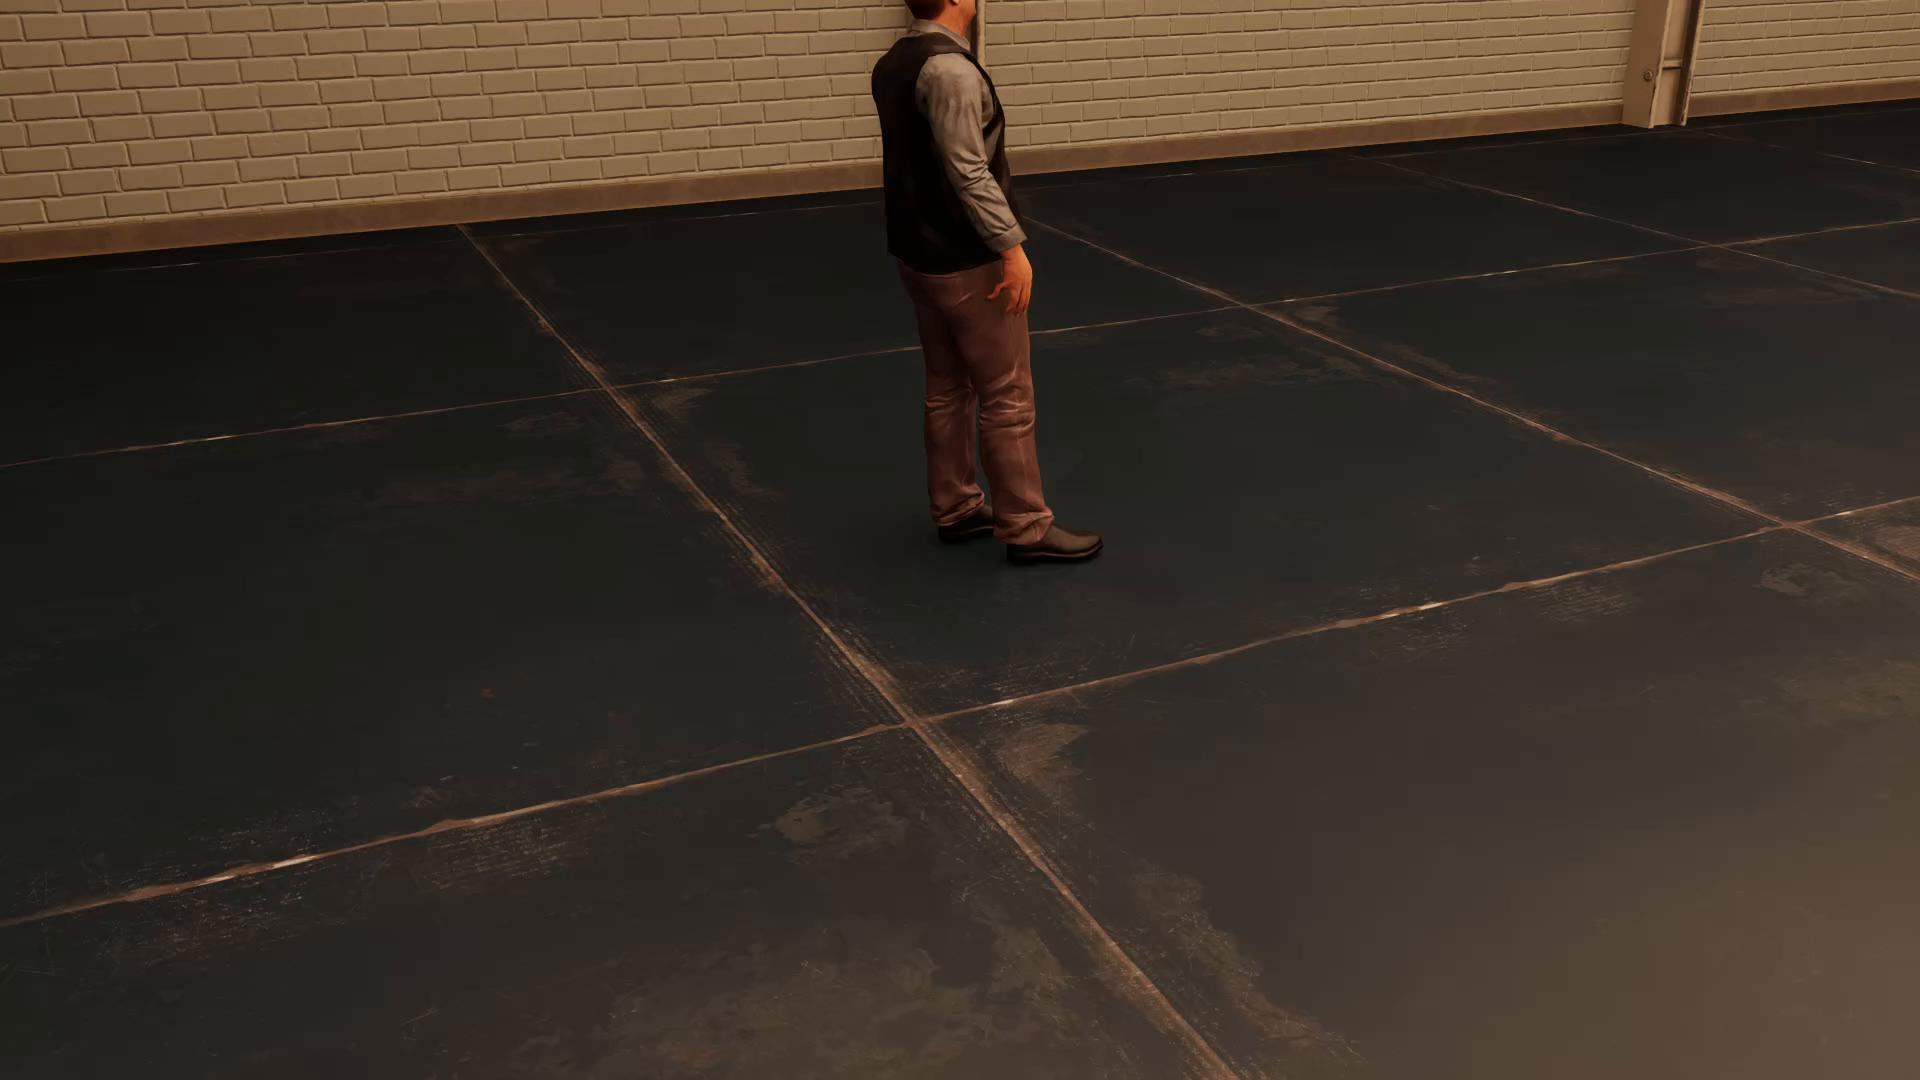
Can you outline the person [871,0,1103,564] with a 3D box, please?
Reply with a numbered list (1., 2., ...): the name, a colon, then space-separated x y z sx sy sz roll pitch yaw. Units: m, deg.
1. person: 0.067 -0.810 4.794 0.552 1.720 0.632 -10 25 -23
